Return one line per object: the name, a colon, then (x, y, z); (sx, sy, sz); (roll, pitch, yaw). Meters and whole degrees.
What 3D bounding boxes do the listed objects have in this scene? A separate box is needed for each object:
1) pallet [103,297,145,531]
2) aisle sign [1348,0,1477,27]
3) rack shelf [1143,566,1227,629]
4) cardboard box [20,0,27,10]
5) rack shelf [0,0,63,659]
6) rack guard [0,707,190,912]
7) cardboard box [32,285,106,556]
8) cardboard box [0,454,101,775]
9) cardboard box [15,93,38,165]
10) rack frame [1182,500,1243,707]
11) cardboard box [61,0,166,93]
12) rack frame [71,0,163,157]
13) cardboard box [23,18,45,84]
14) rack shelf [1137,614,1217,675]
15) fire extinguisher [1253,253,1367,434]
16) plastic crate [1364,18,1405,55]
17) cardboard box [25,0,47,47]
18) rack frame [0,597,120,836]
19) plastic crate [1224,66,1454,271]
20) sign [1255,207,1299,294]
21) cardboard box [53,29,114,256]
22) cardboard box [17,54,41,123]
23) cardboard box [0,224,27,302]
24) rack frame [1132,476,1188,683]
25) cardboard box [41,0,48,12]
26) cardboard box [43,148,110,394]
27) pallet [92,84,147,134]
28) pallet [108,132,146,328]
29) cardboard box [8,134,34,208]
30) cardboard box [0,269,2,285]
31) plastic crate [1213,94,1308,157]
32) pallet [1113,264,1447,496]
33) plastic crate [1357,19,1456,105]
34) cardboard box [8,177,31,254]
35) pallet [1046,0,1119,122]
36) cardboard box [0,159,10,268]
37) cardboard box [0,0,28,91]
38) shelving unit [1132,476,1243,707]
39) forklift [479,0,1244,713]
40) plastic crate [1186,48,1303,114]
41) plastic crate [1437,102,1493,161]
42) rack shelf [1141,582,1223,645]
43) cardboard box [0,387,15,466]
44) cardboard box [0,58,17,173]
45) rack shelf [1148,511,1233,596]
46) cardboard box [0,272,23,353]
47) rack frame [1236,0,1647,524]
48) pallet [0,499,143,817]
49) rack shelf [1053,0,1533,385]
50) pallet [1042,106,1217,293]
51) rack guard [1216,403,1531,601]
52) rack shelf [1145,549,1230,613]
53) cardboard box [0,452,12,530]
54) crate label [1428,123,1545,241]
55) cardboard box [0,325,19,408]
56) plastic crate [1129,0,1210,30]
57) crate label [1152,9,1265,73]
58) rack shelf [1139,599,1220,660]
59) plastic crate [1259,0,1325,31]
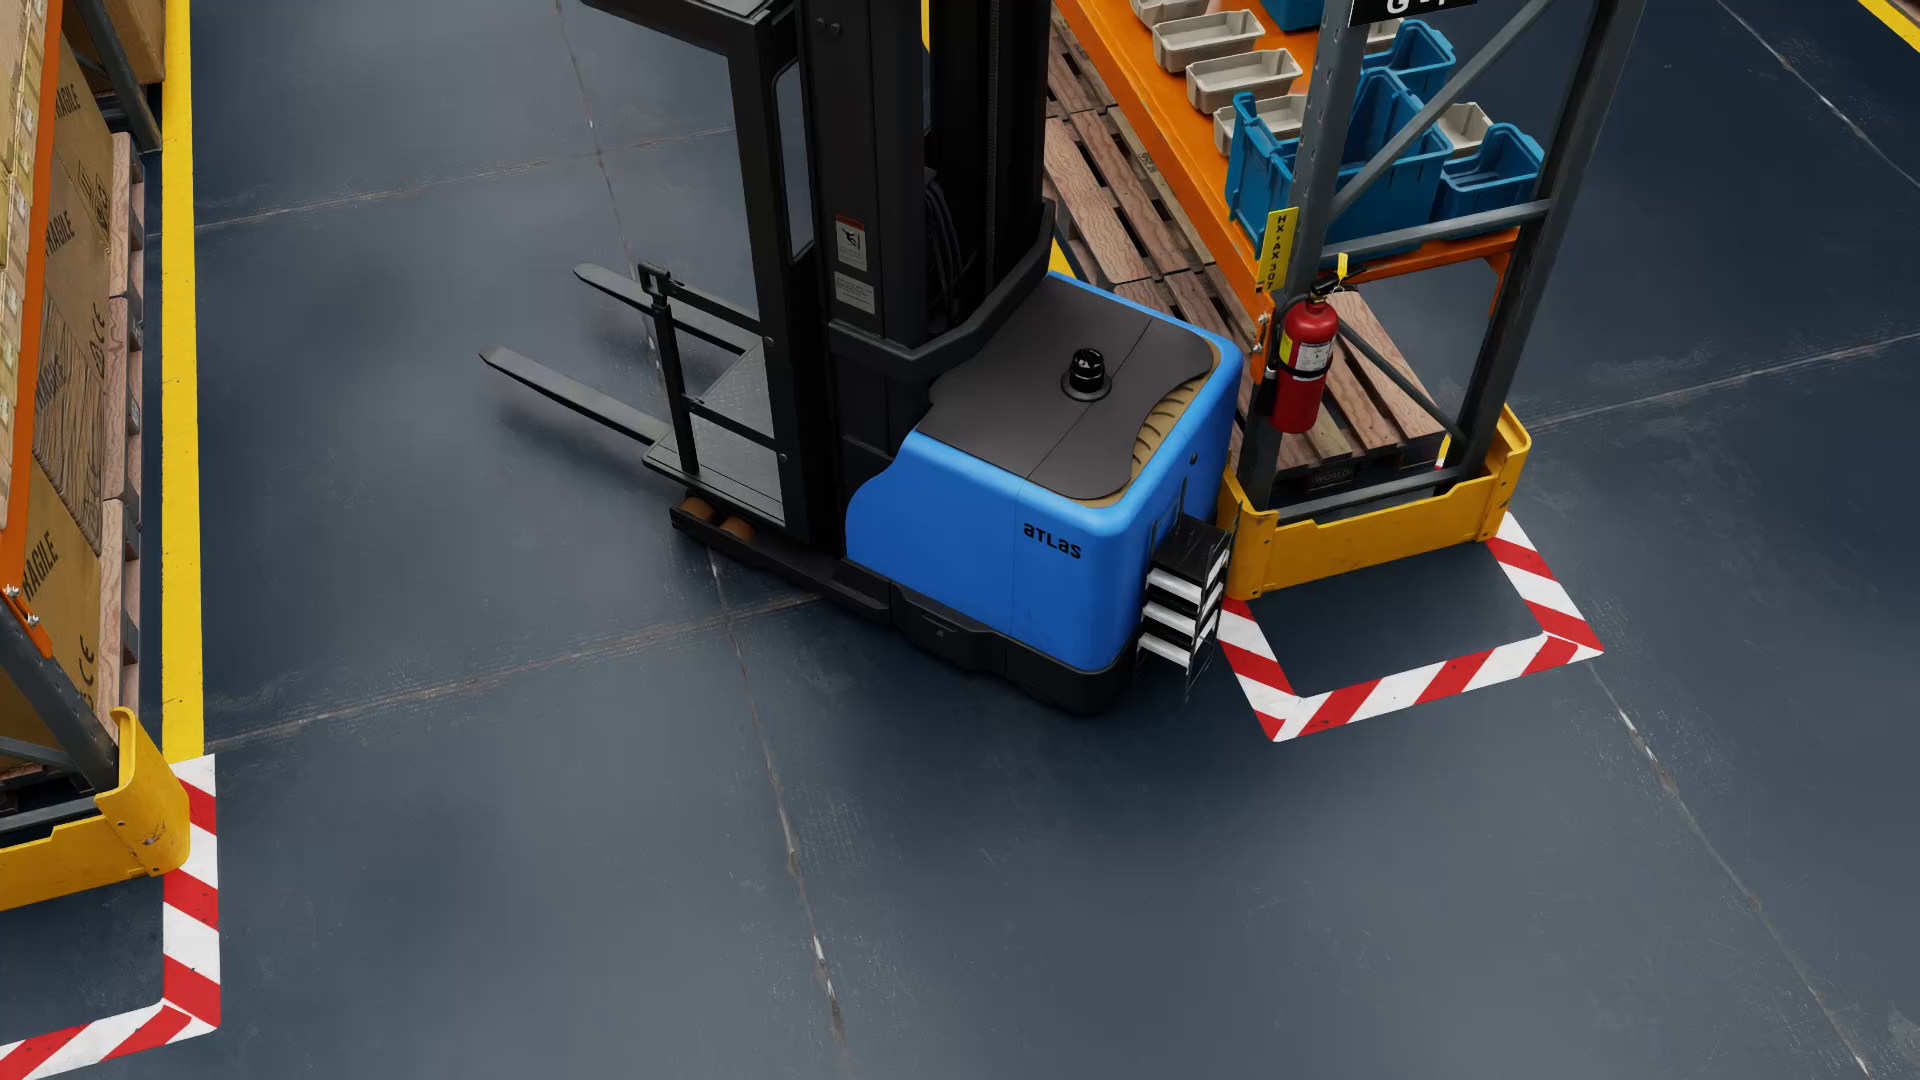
pallet: (-3.883, -0.431, 6.765); (1.003, 0.211, 1.213); (-13, 51, -11)
aisle sign: (1.259, -1.713, 4.321); (0.394, 0.787, 0.004); (-13, 51, -11)
rack shelf: (0.781, 0.160, 5.742); (0.200, 0.077, 0.258); (25, 54, 20)
cardboard box: (-3.860, -2.202, 6.338); (0.500, 0.250, 0.500); (-12, 51, -10)
rack shelf: (-3.806, -1.103, 5.978); (1.077, 0.370, 4.000); (-13, 51, -11)
rack guard: (-3.207, 0.949, 5.412); (1.175, 0.500, 0.348); (-13, 51, -11)
cardboard box: (-3.749, -0.438, 6.062); (0.875, 0.875, 0.875); (-13, 51, -11)
cardboard box: (-3.480, 0.226, 5.502); (0.875, 0.875, 0.875); (-13, 51, -11)
cardboard box: (-3.539, -1.441, 5.957); (0.380, 0.149, 0.250); (-13, 51, -10)
rack frame: (0.868, 0.236, 5.752); (0.006, 0.900, 0.240); (25, 54, 20)
cardboard box: (-4.605, -2.709, 7.976); (1.225, 0.875, 0.875); (-13, 51, -11)
rack frame: (-4.397, -2.795, 6.934); (1.000, 3.000, 0.127); (-13, 51, -11)
cardboard box: (-3.689, -1.814, 6.271); (0.380, 0.149, 0.250); (-12, 51, -10)
rack shelf: (0.781, 0.334, 5.949); (0.200, 0.077, 0.258); (25, 54, 20)
fire extinguisher: (1.128, -0.636, 5.408); (0.296, 0.674, 0.183); (-13, 51, -11)
plastic crate: (1.542, -1.931, 6.339); (0.250, 0.136, 0.298); (-13, 51, -11)
cardboard box: (-3.766, -2.002, 6.430); (0.380, 0.149, 0.250); (-12, 51, -10)
rack frame: (-3.214, 0.126, 4.471); (1.000, 3.000, 0.127); (-13, 51, -11)
plastic crate: (1.240, -1.227, 5.550); (0.616, 0.435, 0.499); (-13, 51, -11)
sign: (0.997, -0.910, 5.238); (0.100, 0.325, 0.005); (-13, 51, -11)
cardboard box: (-4.278, -1.746, 7.164); (0.875, 0.875, 0.875); (-13, 51, -11)
cardboard box: (-3.614, -1.627, 6.114); (0.380, 0.149, 0.250); (-14, 51, -12)
cardboard box: (-3.310, -0.877, 5.481); (0.380, 0.149, 0.250); (-14, 51, -12)
rack frame: (0.694, 0.156, 5.820); (0.006, 0.900, 0.240); (25, 54, 20)
cardboard box: (-3.842, -2.190, 6.588); (0.380, 0.149, 0.250); (-14, 51, -12)
cardboard box: (-4.012, -1.088, 6.610); (0.875, 0.875, 0.875); (-13, 51, -11)
pallet: (-4.697, -2.443, 8.461); (1.003, 0.211, 1.213); (-13, 51, -11)
pallet: (-4.247, -1.323, 7.517); (1.003, 0.211, 1.213); (-13, 51, -11)
cardboard box: (-3.460, -1.250, 5.796); (0.380, 0.149, 0.250); (-14, 51, -12)
cardboard box: (-3.258, -0.711, 5.081); (0.500, 0.250, 0.500); (-14, 51, -11)
plastic crate: (1.103, -1.483, 5.961); (0.396, 0.136, 0.243); (-13, 51, -11)
pallet: (1.310, -0.706, 6.997); (1.003, 0.211, 1.213); (-13, 51, -11)
plastic crate: (1.564, -1.695, 6.077); (0.416, 0.233, 0.300); (-13, 51, -11)
cardboard box: (-3.386, -1.065, 5.640); (0.380, 0.149, 0.250); (-14, 51, -11)
pallet: (0.589, -2.488, 8.499); (1.003, 0.211, 1.213); (-13, 51, -11)
cardboard box: (-3.403, -1.079, 5.391); (0.500, 0.250, 0.500); (-15, 51, -12)
cardboard box: (-3.709, -1.830, 6.024); (0.500, 0.250, 0.500); (-12, 51, -10)
shelving unit: (0.781, 0.196, 5.786); (0.210, 0.900, 0.258); (25, 54, 20)
forklift: (-0.535, -1.193, 5.628); (3.031, 2.935, 1.130); (25, 54, 20)
plastic crate: (1.031, -1.698, 6.142); (0.396, 0.136, 0.243); (-13, 51, -11)
plastic crate: (1.743, -1.436, 5.921); (0.250, 0.136, 0.298); (-13, 51, -11)
rack shelf: (0.781, 0.218, 5.811); (0.200, 0.077, 0.258); (25, 54, 20)
cardboard box: (-3.081, -0.314, 5.007); (0.380, 0.149, 0.250); (-14, 51, -12)
cardboard box: (-3.563, -1.459, 5.711); (0.500, 0.250, 0.500); (-14, 51, -12)
rack shelf: (0.781, 0.044, 5.605); (0.200, 0.077, 0.258); (25, 54, 20)
cardboard box: (-3.235, -0.691, 5.325); (0.380, 0.149, 0.250); (-14, 51, -12)
rack frame: (1.517, -0.994, 5.415); (1.000, 3.000, 0.127); (-13, 51, -11)
pallet: (-3.525, 0.459, 6.015); (1.003, 0.211, 1.213); (-13, 51, -11)
rack shelf: (0.926, -2.223, 6.922); (1.077, 0.370, 4.000); (-13, 51, -11)
pallet: (0.953, -1.595, 7.747); (1.003, 0.211, 1.213); (-13, 51, -11)
rack guard: (1.537, -0.173, 6.359); (1.175, 0.500, 0.348); (-13, 51, -11)
rack shelf: (0.781, 0.102, 5.674); (0.200, 0.077, 0.258); (25, 54, 20)
cardboard box: (-3.004, -0.127, 4.849); (0.380, 0.149, 0.250); (-13, 51, -11)
crate label: (1.759, -1.214, 5.671); (0.416, 0.233, 0.303); (-13, 51, -11)
cardboard box: (-3.157, -0.501, 5.164); (0.380, 0.149, 0.250); (-14, 51, -12)
plastic crate: (0.820, -2.108, 6.488); (0.298, 0.136, 0.250); (-13, 51, -11)
crate label: (0.926, -1.896, 6.309); (0.396, 0.136, 0.243); (-13, 51, -11)
rack shelf: (0.781, 0.276, 5.880); (0.200, 0.077, 0.258); (25, 54, 20)
plastic crate: (1.369, -2.175, 6.482); (0.416, 0.233, 0.300); (-13, 51, -11)
